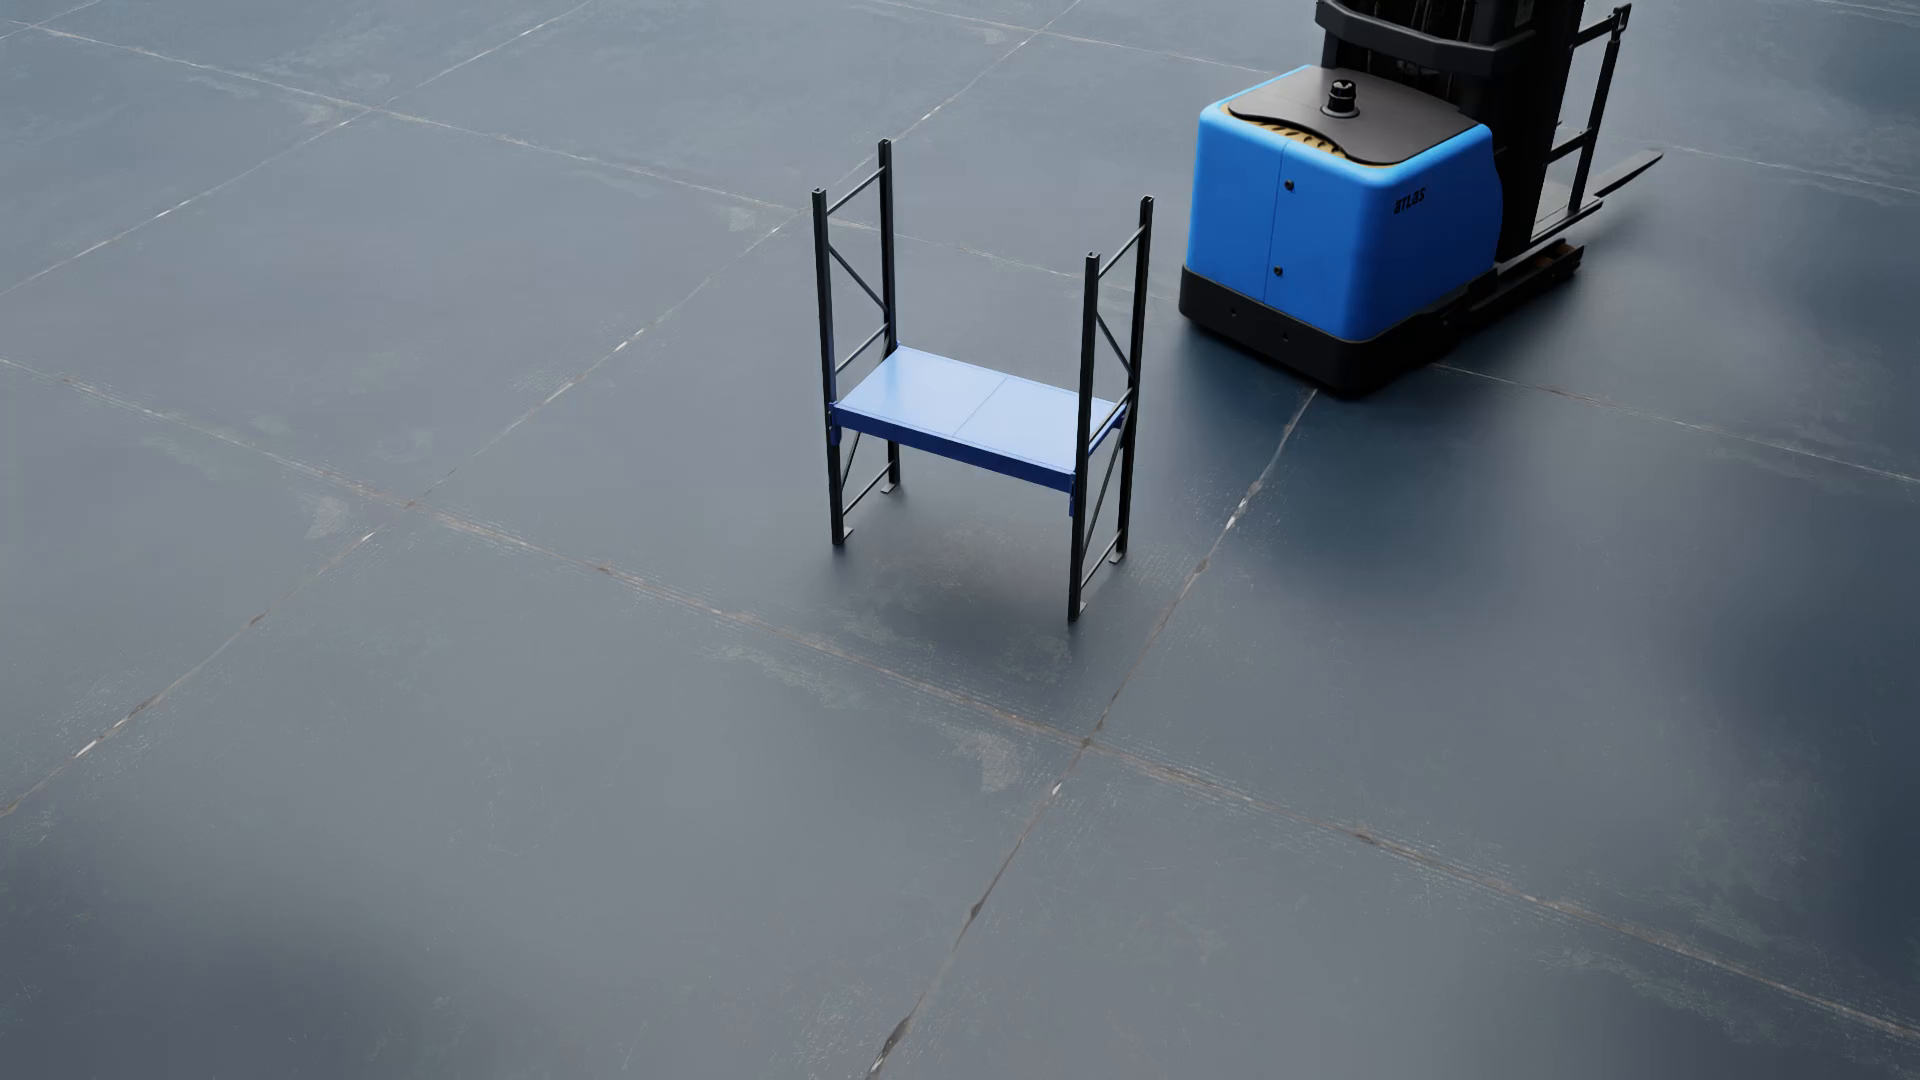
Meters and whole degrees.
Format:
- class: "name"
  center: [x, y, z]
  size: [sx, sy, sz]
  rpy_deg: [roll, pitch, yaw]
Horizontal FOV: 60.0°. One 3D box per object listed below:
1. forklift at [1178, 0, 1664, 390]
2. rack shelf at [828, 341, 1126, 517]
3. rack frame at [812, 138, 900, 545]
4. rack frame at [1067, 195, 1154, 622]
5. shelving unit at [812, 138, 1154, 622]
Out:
- class: "forklift"
  center: [2.457, -2.601, 7.569]
  size: [3.031, 2.935, 1.130]
  rpy_deg: [-29, 46, -33]
- class: "rack shelf"
  center: [0.076, -0.430, 6.191]
  size: [1.000, 0.185, 0.538]
  rpy_deg: [17, 41, 21]
- class: "rack frame"
  center: [-0.376, -0.715, 6.269]
  size: [0.032, 1.500, 0.500]
  rpy_deg: [17, 41, 21]
- class: "rack frame"
  center: [0.527, -0.432, 5.896]
  size: [0.032, 1.500, 0.500]
  rpy_deg: [17, 41, 21]
- class: "shelving unit"
  center: [0.076, -0.574, 6.082]
  size: [1.048, 1.500, 0.538]
  rpy_deg: [17, 41, 21]
